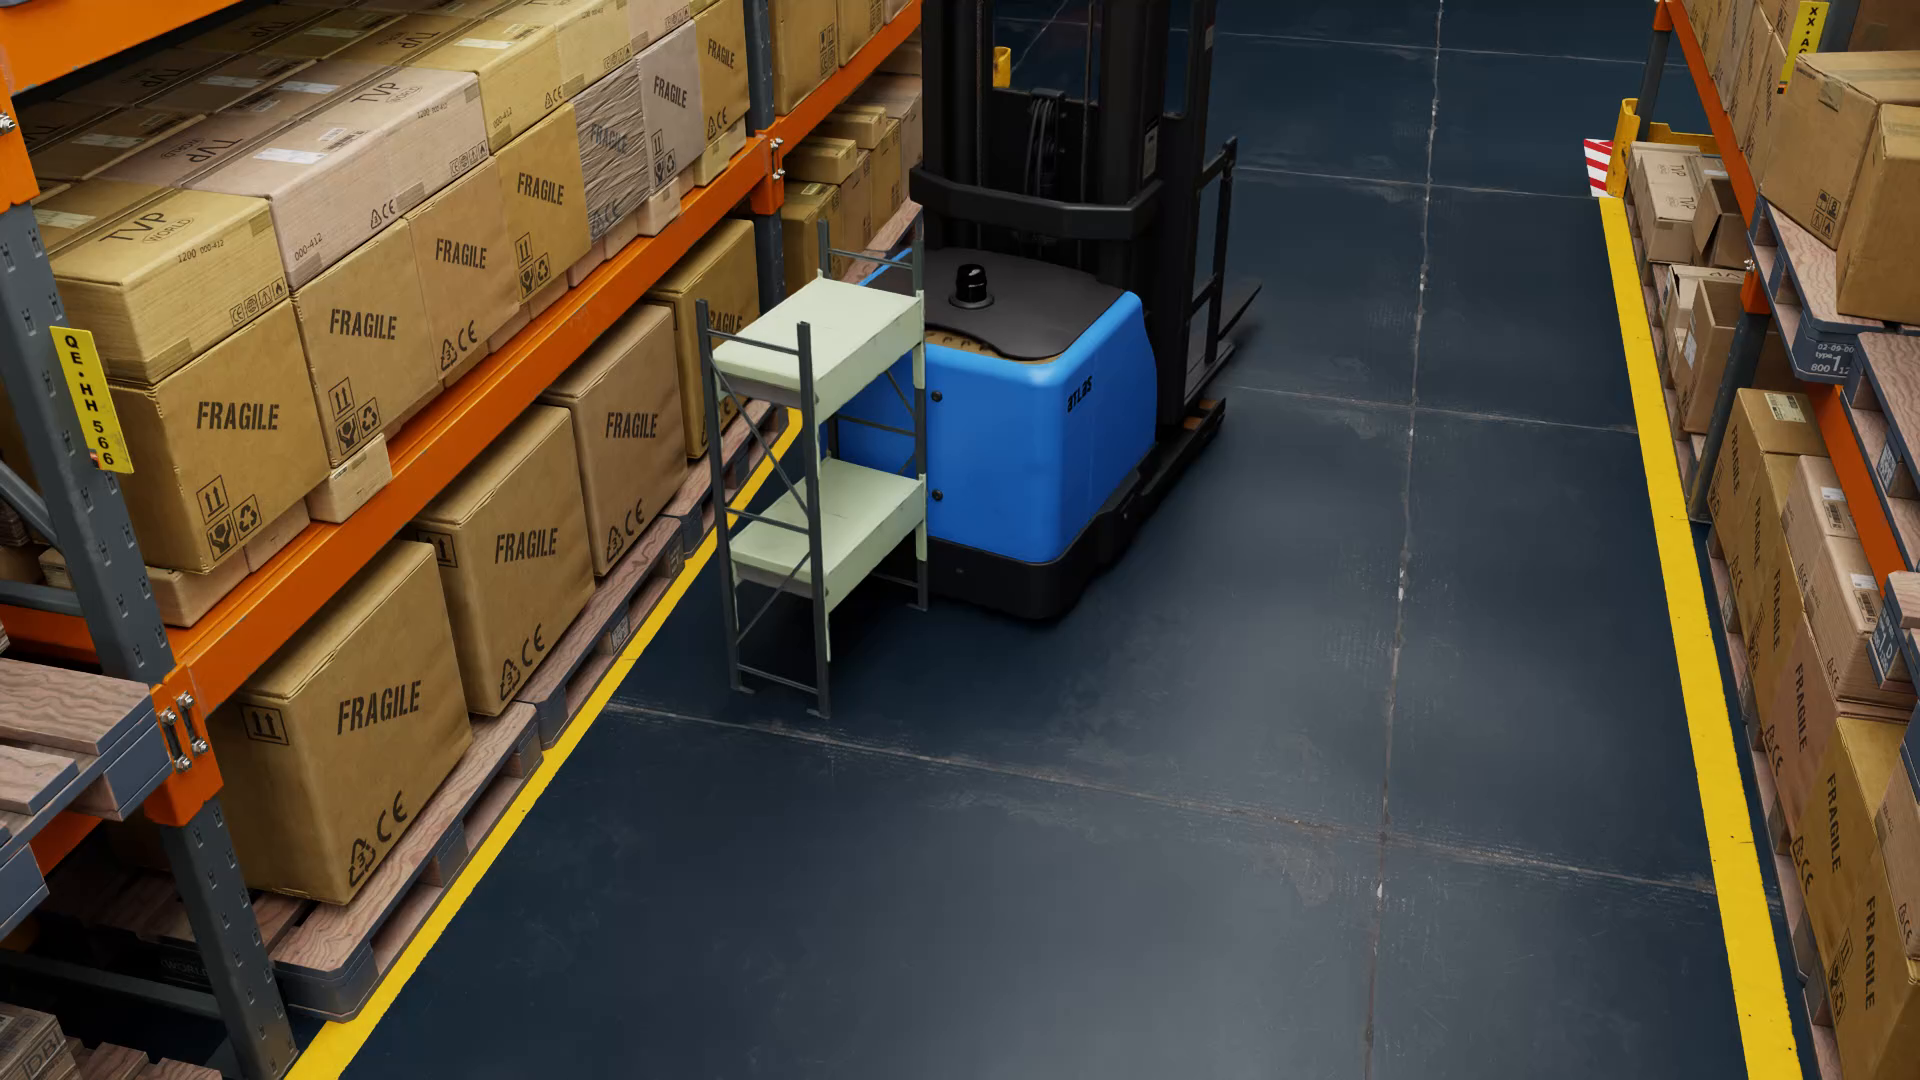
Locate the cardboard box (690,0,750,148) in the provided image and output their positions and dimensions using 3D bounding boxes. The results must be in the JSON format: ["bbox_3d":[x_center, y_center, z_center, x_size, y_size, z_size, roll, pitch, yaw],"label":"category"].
[{"bbox_3d":[-1.158,-1.874,6.513,0.500,0.500,0.500,8,33,12],"label":"cardboard box"}]

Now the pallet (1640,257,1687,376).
[{"bbox_3d":[3.990,-1.114,8.306,1.003,0.211,1.213,8,33,12],"label":"pallet"}]

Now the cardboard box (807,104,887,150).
[{"bbox_3d":[-0.600,-2.166,8.695,0.380,0.149,0.250,7,33,11],"label":"cardboard box"}]

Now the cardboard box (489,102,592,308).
[{"bbox_3d":[-1.536,-1.089,5.278,0.500,0.500,0.500,9,34,14],"label":"cardboard box"}]

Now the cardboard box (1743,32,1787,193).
[{"bbox_3d":[3.386,-1.636,6.434,0.500,0.500,0.500,9,33,13],"label":"cardboard box"}]

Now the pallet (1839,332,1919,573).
[{"bbox_3d":[2.982,-0.153,4.373,1.003,0.211,1.213,8,33,12],"label":"pallet"}]

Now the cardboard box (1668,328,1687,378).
[{"bbox_3d":[3.415,-0.819,7.490,0.380,0.149,0.250,8,33,12],"label":"cardboard box"}]

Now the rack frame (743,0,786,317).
[{"bbox_3d":[-1.285,-1.972,7.056,1.000,3.000,0.127,8,33,12],"label":"rack frame"}]

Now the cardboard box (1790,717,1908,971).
[{"bbox_3d":[2.634,0.860,4.522,0.500,0.500,0.500,7,33,11],"label":"cardboard box"}]

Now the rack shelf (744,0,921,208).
[{"bbox_3d":[-0.777,-2.706,8.882,1.077,0.370,4.000,8,33,12],"label":"rack shelf"}]

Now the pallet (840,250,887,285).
[{"bbox_3d":[-1.016,-1.179,8.408,1.003,0.211,1.213,8,33,12],"label":"pallet"}]

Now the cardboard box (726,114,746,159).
[{"bbox_3d":[-1.097,-1.660,6.781,0.380,0.149,0.250,8,33,13],"label":"cardboard box"}]

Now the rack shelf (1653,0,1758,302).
[{"bbox_3d":[4.015,-2.034,7.824,1.077,0.370,4.000,8,33,12],"label":"rack shelf"}]

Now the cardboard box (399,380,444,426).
[{"bbox_3d":[-1.769,-0.477,4.920,0.380,0.149,0.250,9,33,13],"label":"cardboard box"}]

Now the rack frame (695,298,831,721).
[{"bbox_3d":[-0.632,-0.060,5.446,0.400,1.500,0.023,15,35,22],"label":"rack frame"}]

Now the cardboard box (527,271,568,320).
[{"bbox_3d":[-1.540,-0.871,5.539,0.380,0.149,0.250,9,34,14],"label":"cardboard box"}]

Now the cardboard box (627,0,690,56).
[{"bbox_3d":[-1.295,-1.923,5.891,0.500,0.250,0.500,9,33,13],"label":"cardboard box"}]

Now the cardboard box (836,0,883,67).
[{"bbox_3d":[-0.941,-2.756,8.010,0.980,0.700,0.700,7,33,11],"label":"cardboard box"}]

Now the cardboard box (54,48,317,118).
[{"bbox_3d":[-2.167,-1.194,4.743,0.500,0.250,0.500,7,33,11],"label":"cardboard box"}]

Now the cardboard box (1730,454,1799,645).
[{"bbox_3d":[3.025,0.066,5.770,0.500,0.500,0.500,8,33,13],"label":"cardboard box"}]

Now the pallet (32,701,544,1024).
[{"bbox_3d":[-2.027,0.882,5.166,1.003,0.211,1.213,8,33,12],"label":"pallet"}]

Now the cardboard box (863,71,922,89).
[{"bbox_3d":[-0.478,-2.534,9.878,0.700,0.500,0.500,8,33,12],"label":"cardboard box"}]

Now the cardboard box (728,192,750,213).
[{"bbox_3d":[-1.225,-1.694,7.953,0.380,0.149,0.250,8,33,12],"label":"cardboard box"}]

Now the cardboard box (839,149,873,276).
[{"bbox_3d":[-0.865,-1.729,8.612,0.700,0.500,0.500,8,33,12],"label":"cardboard box"}]

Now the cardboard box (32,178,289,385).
[{"bbox_3d":[-1.928,-0.604,3.817,0.500,0.250,0.500,9,33,14],"label":"cardboard box"}]

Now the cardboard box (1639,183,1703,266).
[{"bbox_3d":[3.857,-1.638,8.684,0.500,0.250,0.500,8,33,12],"label":"cardboard box"}]

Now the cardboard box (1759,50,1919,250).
[{"bbox_3d":[3.171,-1.304,5.520,0.700,0.500,0.500,-3,33,-4],"label":"cardboard box"}]

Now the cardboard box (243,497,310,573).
[{"bbox_3d":[-1.920,-0.068,4.276,0.380,0.149,0.250,8,33,13],"label":"cardboard box"}]

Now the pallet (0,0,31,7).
[{"bbox_3d":[-2.188,-1.424,3.574,1.213,0.211,1.003,10,34,15],"label":"pallet"}]

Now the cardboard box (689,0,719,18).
[{"bbox_3d":[-1.156,-2.187,6.307,0.500,0.250,0.500,9,33,14],"label":"cardboard box"}]

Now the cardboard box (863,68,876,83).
[{"bbox_3d":[-0.704,-2.766,9.639,0.380,0.149,0.250,8,33,13],"label":"cardboard box"}]

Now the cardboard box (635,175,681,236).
[{"bbox_3d":[-1.258,-1.253,6.140,0.380,0.149,0.250,8,33,12],"label":"cardboard box"}]

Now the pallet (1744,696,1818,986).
[{"bbox_3d":[3.030,0.940,5.075,1.003,0.211,1.213,8,33,12],"label":"pallet"}]

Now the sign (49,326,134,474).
[{"bbox_3d":[-1.773,-0.282,3.393,0.100,0.325,0.005,8,33,12],"label":"sign"}]

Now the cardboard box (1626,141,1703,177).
[{"bbox_3d":[4.084,-2.187,9.642,0.380,0.149,0.250,8,33,12],"label":"cardboard box"}]

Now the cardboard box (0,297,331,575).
[{"bbox_3d":[-1.929,-0.290,4.021,0.500,0.500,0.500,9,34,14],"label":"cardboard box"}]

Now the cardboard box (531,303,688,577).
[{"bbox_3d":[-1.547,-0.425,6.235,0.750,0.750,0.750,9,34,14],"label":"cardboard box"}]

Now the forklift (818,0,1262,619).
[{"bbox_3d":[0.543,-1.715,6.715,1.130,2.935,3.031,15,35,22],"label":"forklift"}]

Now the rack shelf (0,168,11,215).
[{"bbox_3d":[-2.808,0.179,1.547,1.077,0.370,4.000,8,33,12],"label":"rack shelf"}]

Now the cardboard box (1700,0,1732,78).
[{"bbox_3d":[3.771,-2.435,7.692,0.500,0.500,0.500,8,33,13],"label":"cardboard box"}]

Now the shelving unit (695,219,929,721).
[{"bbox_3d":[-0.467,-0.235,5.722,0.431,1.500,0.755,15,35,22],"label":"shelving unit"}]

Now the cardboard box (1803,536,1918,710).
[{"bbox_3d":[2.769,0.250,4.781,0.500,0.250,0.500,7,33,11],"label":"cardboard box"}]
